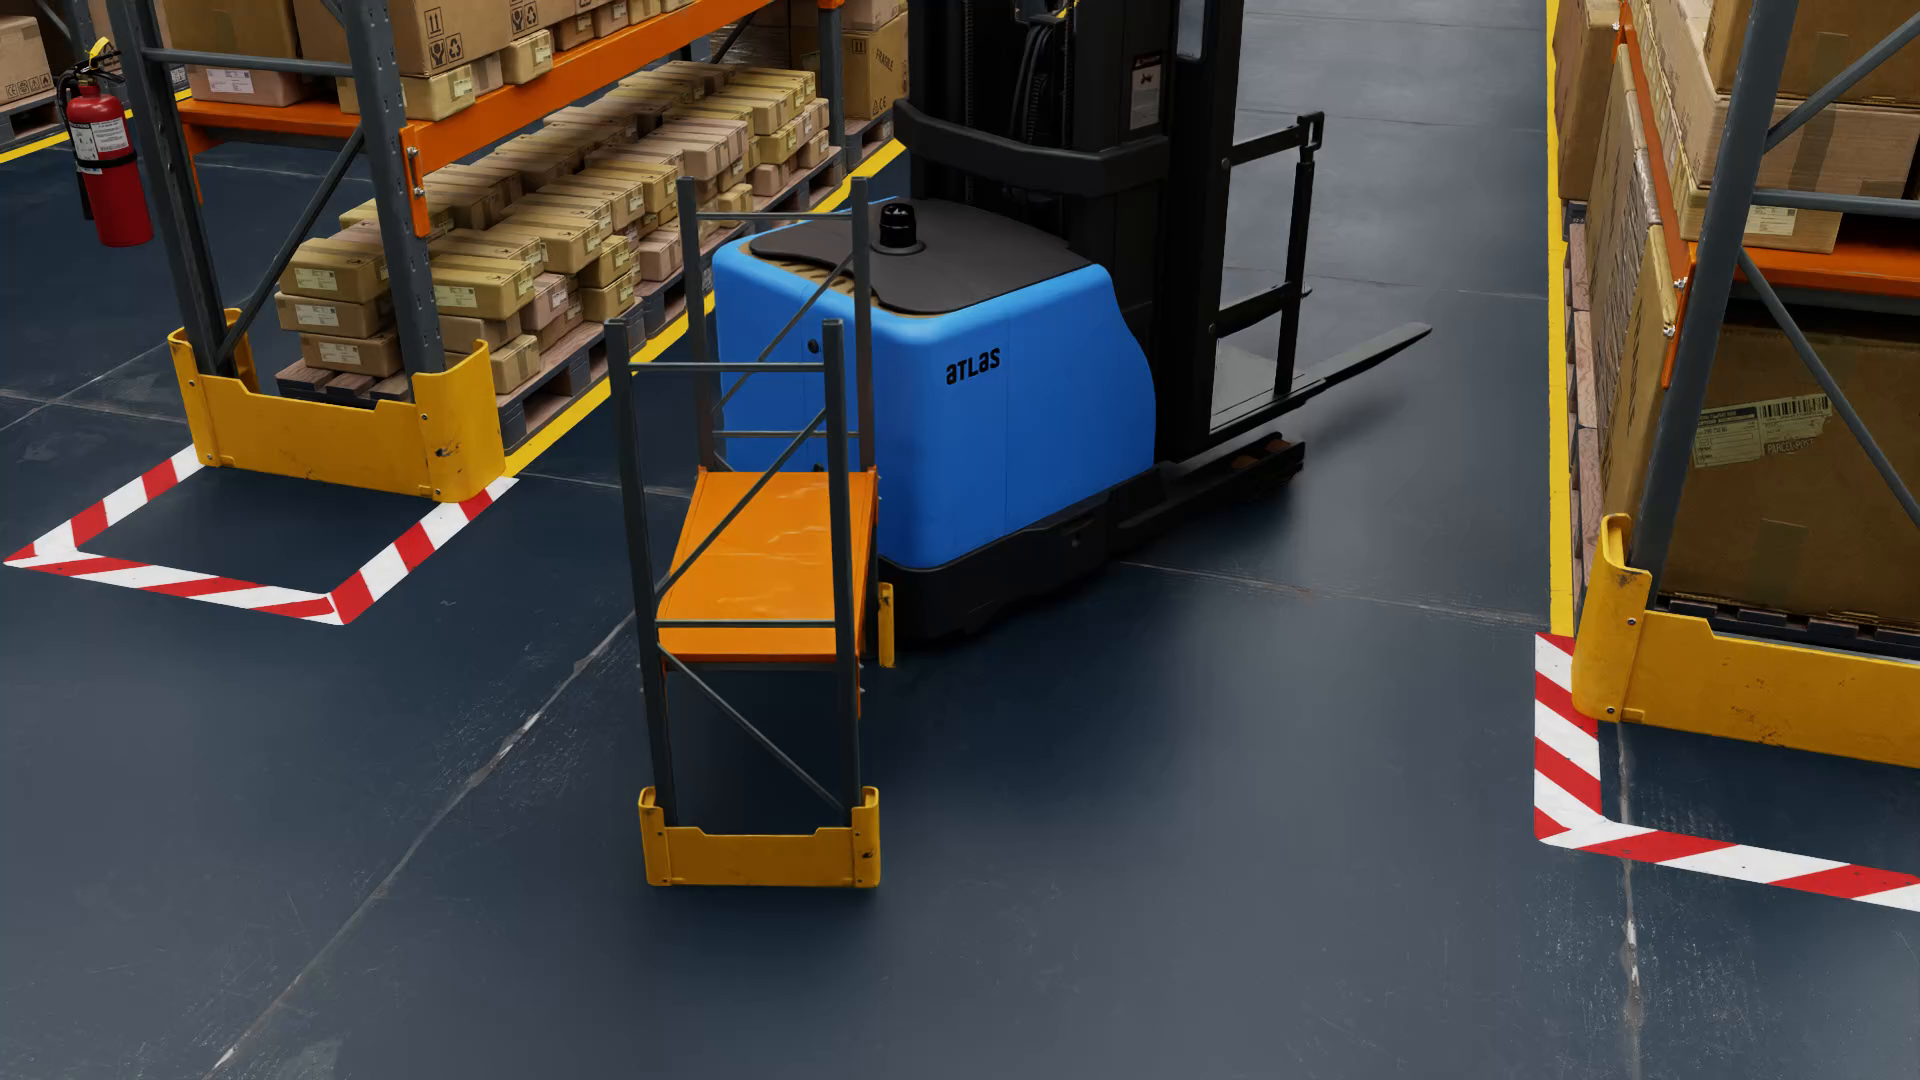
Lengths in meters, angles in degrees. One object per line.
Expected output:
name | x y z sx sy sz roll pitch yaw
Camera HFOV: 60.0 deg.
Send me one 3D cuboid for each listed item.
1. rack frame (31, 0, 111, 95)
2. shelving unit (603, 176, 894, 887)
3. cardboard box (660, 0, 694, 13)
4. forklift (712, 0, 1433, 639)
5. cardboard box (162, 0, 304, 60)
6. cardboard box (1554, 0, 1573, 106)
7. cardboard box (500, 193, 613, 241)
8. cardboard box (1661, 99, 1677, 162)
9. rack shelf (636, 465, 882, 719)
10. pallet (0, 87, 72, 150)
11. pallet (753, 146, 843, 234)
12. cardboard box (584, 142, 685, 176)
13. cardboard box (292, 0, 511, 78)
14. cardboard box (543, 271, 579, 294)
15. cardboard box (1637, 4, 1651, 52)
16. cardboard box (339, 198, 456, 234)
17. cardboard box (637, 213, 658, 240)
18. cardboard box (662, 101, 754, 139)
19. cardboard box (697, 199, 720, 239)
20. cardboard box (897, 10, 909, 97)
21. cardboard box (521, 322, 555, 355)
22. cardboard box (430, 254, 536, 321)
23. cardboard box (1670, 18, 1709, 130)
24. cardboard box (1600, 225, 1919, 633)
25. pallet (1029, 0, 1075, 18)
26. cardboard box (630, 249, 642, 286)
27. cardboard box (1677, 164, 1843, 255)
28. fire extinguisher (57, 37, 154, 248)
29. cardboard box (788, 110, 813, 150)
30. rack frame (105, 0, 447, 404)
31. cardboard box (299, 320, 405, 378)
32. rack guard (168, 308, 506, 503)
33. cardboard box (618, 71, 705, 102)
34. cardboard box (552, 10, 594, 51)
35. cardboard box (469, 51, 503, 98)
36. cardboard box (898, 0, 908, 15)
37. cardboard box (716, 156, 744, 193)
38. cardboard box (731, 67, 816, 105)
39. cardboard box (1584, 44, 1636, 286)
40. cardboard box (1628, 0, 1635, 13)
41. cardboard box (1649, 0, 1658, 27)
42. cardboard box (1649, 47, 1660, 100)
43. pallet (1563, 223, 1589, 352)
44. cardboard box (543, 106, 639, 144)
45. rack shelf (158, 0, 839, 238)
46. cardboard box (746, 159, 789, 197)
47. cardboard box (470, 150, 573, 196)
rack frame | -5.902 -4.081 10.000 1.000 3.000 0.127 8 30 15
shelving unit | -0.496 -0.046 4.290 0.587 1.500 1.083 0 29 0
cardboard box | -1.391 -2.408 7.252 0.380 0.149 0.250 9 30 16
forklift | 0.626 -1.583 5.581 3.031 2.935 1.130 -25 37 -37
cardboard box | -2.429 -1.982 5.818 0.500 0.500 0.500 9 30 16
cardboard box | 4.254 -3.049 9.900 1.225 0.875 0.875 9 30 15
cardboard box | -1.680 -1.326 6.937 0.380 0.149 0.250 7 30 12
cardboard box | 2.411 -1.264 5.195 0.380 0.149 0.250 9 30 16
rack shelf | -0.496 0.107 4.386 0.538 0.185 1.000 0 29 0
pallet | -6.200 -2.520 10.062 1.003 0.211 1.213 8 30 15
pallet | -1.304 -1.885 8.922 1.003 0.211 1.213 8 30 15
cardboard box | -1.486 -1.700 7.609 0.380 0.149 0.250 9 30 15
cardboard box | -1.919 -1.905 5.680 0.500 0.500 0.500 10 31 17
cardboard box | -1.794 -1.082 6.805 0.380 0.149 0.250 9 30 16
cardboard box | 2.862 -1.981 6.483 0.380 0.149 0.250 8 30 14
cardboard box | -2.318 -1.289 6.871 0.380 0.149 0.250 8 30 14
cardboard box | -1.588 -1.455 7.474 0.380 0.149 0.250 10 31 17
cardboard box | -1.250 -2.066 8.267 0.380 0.149 0.250 9 30 17
cardboard box | -1.374 -1.535 7.925 0.380 0.149 0.250 9 30 16
cardboard box | -0.516 -3.064 10.312 0.500 0.500 0.500 10 31 17
cardboard box | -1.856 -0.831 6.659 0.380 0.149 0.250 8 30 15
cardboard box | -1.836 -0.955 6.270 0.380 0.149 0.250 7 30 13
cardboard box | 2.435 -1.371 4.977 0.500 0.250 0.500 8 30 14
cardboard box | 2.509 -0.371 5.086 0.875 0.875 0.875 8 30 15
pallet | 0.337 -4.417 13.473 1.003 0.211 1.213 8 30 15
cardboard box | -1.626 -1.183 7.291 0.380 0.149 0.250 9 30 15
cardboard box | 2.187 -0.910 4.559 0.380 0.149 0.250 9 30 16
fire extinguisher | -2.830 -1.314 5.490 0.296 0.674 0.183 8 30 15
cardboard box | -0.997 -2.170 8.759 0.380 0.149 0.250 7 30 12
rack frame | -2.315 -1.562 5.473 1.000 3.000 0.127 8 30 15
cardboard box | -2.359 -0.774 6.557 0.380 0.149 0.250 9 30 16
rack guard | -2.292 -0.505 6.144 1.175 0.500 0.348 8 30 15
cardboard box | -1.577 -2.369 8.811 0.380 0.149 0.250 10 31 17
cardboard box | -1.693 -2.060 6.627 0.380 0.149 0.250 8 30 14
cardboard box | -1.871 -1.680 5.944 0.380 0.149 0.250 10 30 17
cardboard box | -0.517 -3.394 10.133 0.500 0.250 0.500 9 30 16
cardboard box | -1.282 -1.819 8.128 0.380 0.149 0.250 9 30 16
cardboard box | -0.996 -2.416 8.897 0.380 0.149 0.250 9 30 16
cardboard box | 3.301 -1.626 7.341 0.875 0.875 0.875 8 30 15
cardboard box | 3.089 -2.345 7.138 0.380 0.149 0.250 7 30 13
cardboard box | 2.886 -2.078 6.248 0.500 0.250 0.500 9 30 16
cardboard box | 2.636 -1.621 5.836 0.380 0.149 0.250 9 30 16
pallet | 3.273 -1.106 7.520 1.003 0.211 1.213 8 30 15
cardboard box | -1.812 -2.013 8.172 0.380 0.149 0.250 9 30 16
rack shelf | -1.728 -2.177 7.318 1.077 0.370 4.000 8 30 15
cardboard box | -1.102 -1.887 8.557 0.380 0.149 0.250 7 30 13
cardboard box | -1.973 -1.640 7.501 0.380 0.149 0.250 7 30 13
